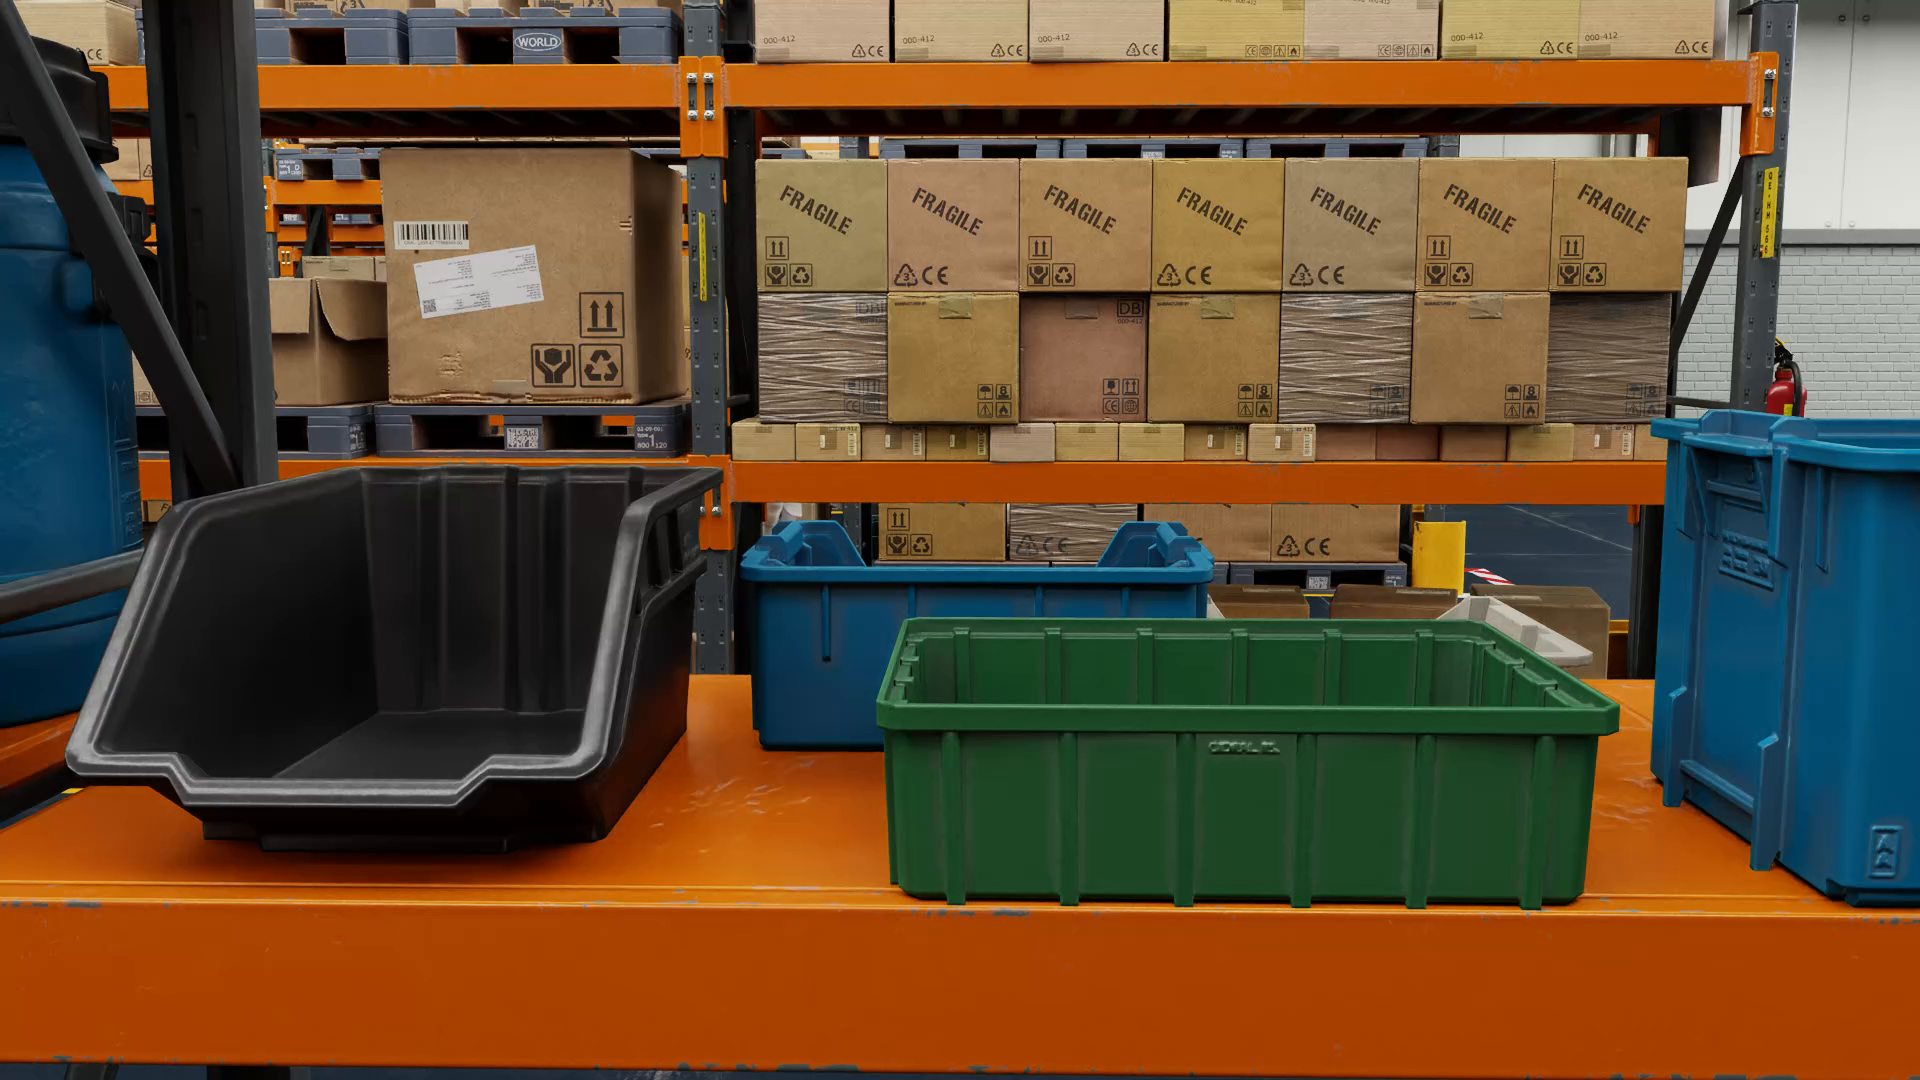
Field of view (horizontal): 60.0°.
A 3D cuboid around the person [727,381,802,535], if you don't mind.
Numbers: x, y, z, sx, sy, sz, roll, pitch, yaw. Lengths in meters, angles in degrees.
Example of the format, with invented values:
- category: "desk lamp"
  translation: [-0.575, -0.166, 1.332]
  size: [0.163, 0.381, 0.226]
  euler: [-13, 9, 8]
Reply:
- category: "person"
  translation: [-1.001, -0.091, 8.476]
  size: [0.374, 1.661, 0.540]
  euler: [-2, 8, -16]
